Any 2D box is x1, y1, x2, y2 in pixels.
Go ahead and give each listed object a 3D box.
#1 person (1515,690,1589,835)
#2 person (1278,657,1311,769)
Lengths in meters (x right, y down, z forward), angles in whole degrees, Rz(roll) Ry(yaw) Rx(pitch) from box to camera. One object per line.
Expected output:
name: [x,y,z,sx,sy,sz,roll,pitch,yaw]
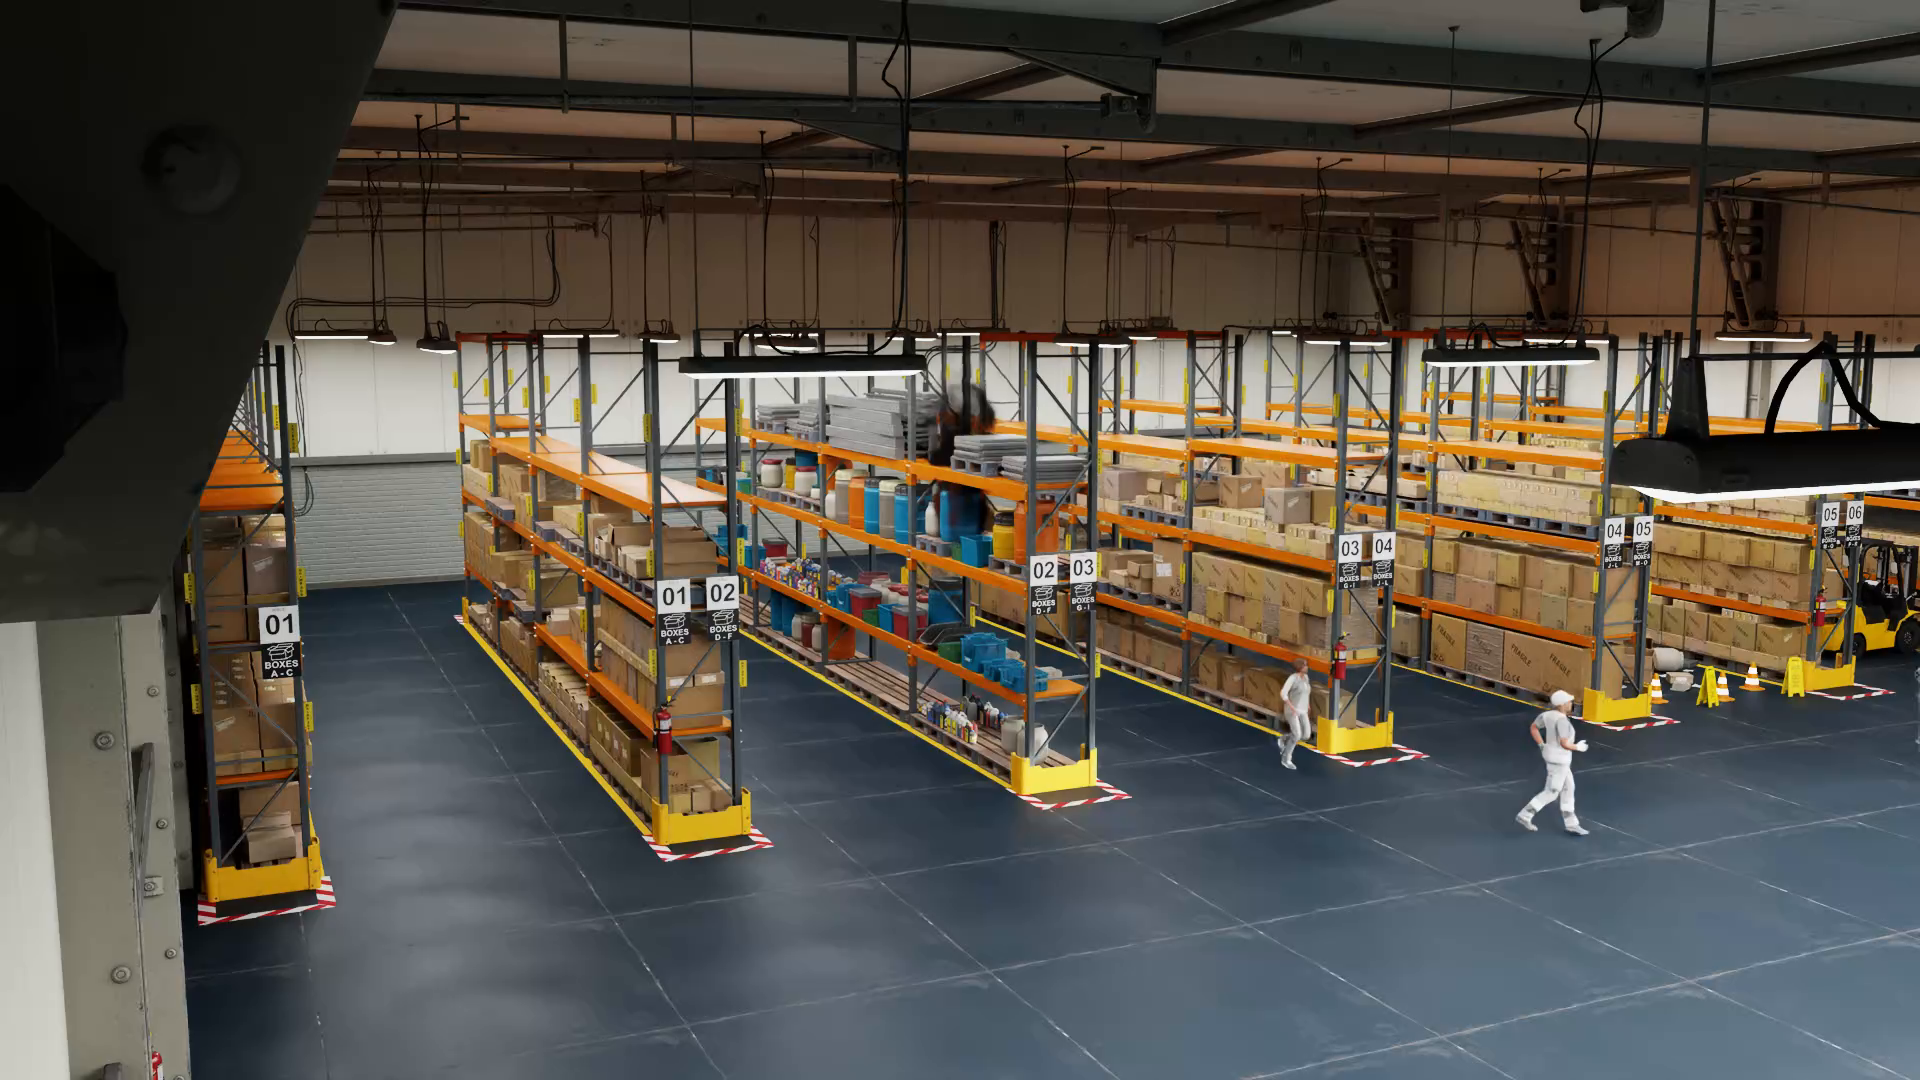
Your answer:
person: [7.250,2.721,20.237,0.919,1.803,0.648,1,8,5]
person: [4.728,2.438,23.497,0.565,1.529,0.503,-6,10,-39]
